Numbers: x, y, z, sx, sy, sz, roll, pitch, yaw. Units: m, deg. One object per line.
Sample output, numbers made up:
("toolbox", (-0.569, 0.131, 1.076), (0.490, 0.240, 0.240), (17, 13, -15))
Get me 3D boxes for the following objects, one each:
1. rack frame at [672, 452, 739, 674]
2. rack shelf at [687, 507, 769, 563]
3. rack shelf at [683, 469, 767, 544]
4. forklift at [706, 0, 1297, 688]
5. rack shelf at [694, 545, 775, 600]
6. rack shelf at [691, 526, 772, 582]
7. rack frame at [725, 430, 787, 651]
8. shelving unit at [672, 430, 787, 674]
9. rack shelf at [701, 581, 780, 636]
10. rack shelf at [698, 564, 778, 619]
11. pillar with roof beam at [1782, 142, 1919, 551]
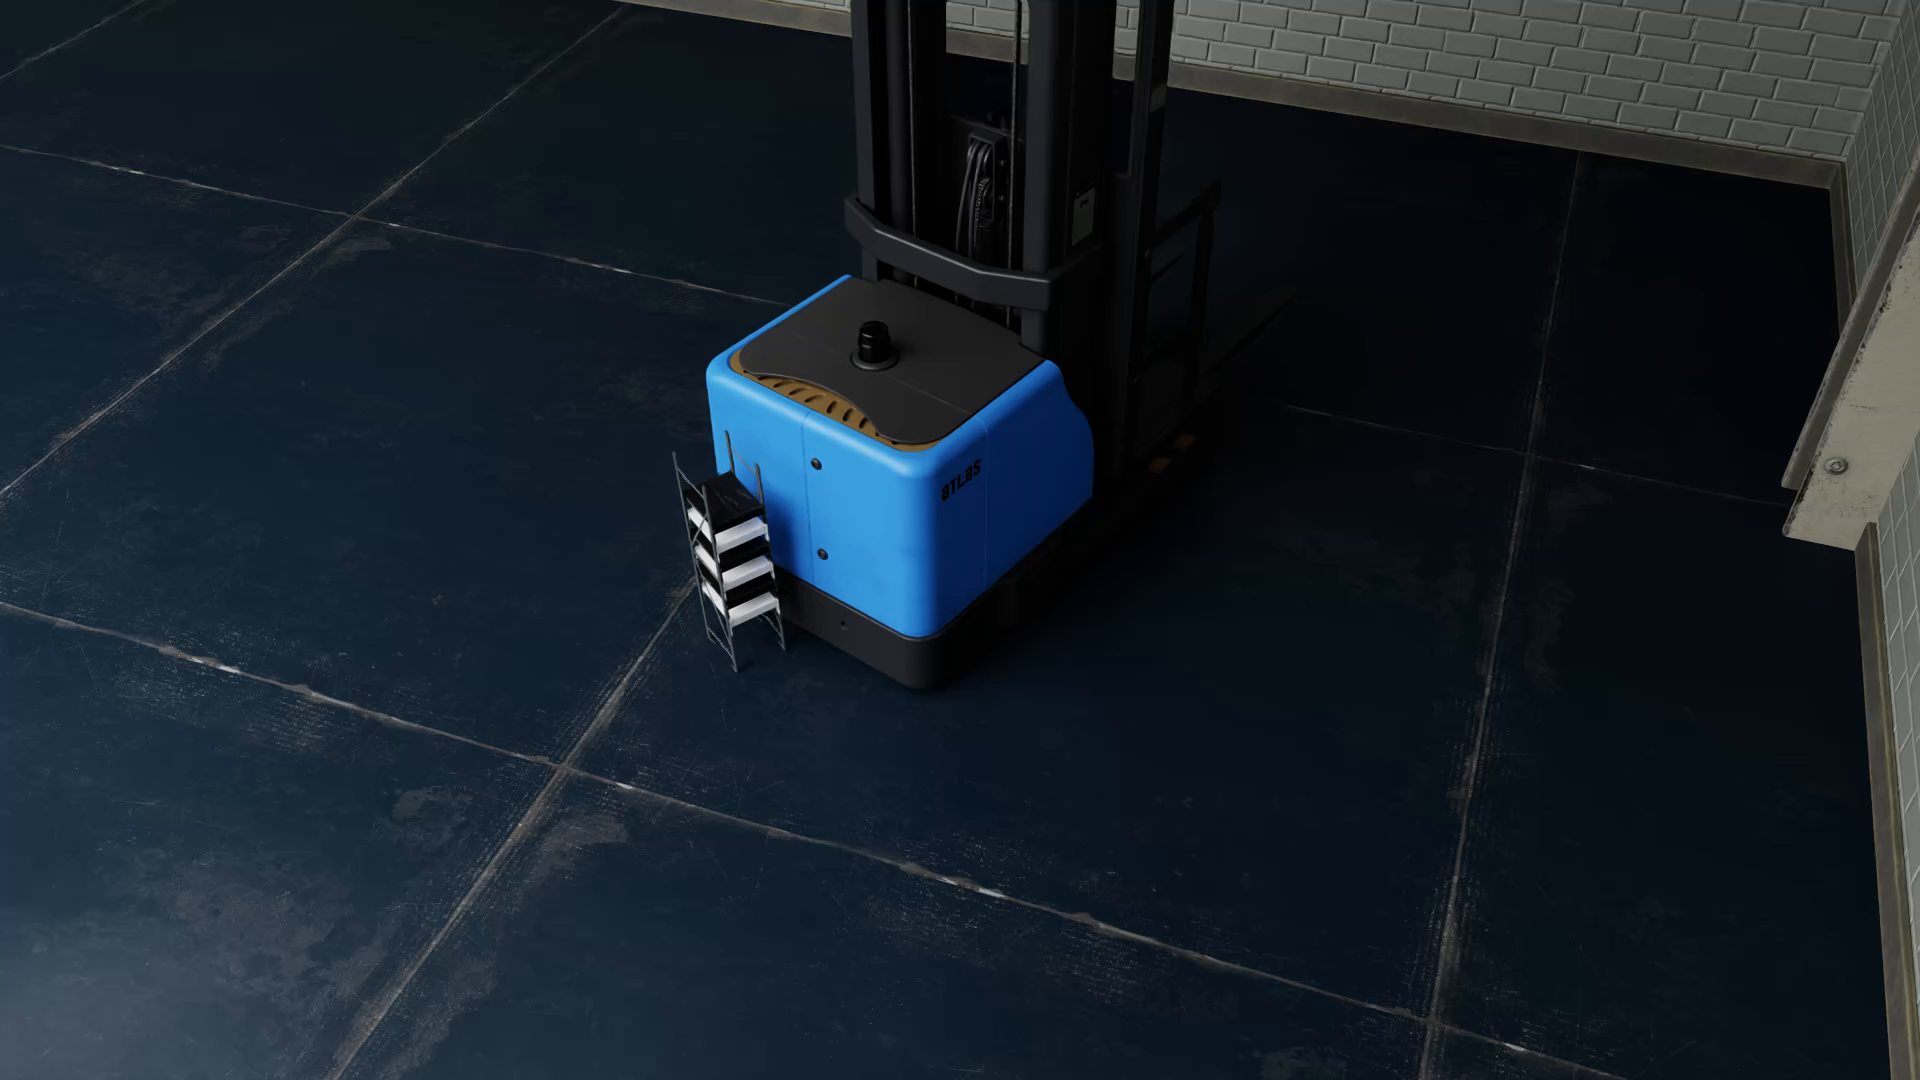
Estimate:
("rack frame", (-0.905, 0.097, 5.943), (0.006, 0.900, 0.240), (-25, 46, -23))
("rack shelf", (-0.826, -0.053, 5.886), (0.200, 0.077, 0.258), (-25, 46, -23))
("rack shelf", (-0.829, -0.120, 5.826), (0.200, 0.077, 0.258), (-25, 46, -23))
("forklift", (0.388, -1.481, 6.227), (1.130, 2.935, 3.031), (27, 47, 28))
("rack shelf", (-0.820, 0.082, 6.006), (0.200, 0.077, 0.258), (-25, 46, -23))
("rack shelf", (-0.823, 0.015, 5.946), (0.200, 0.077, 0.258), (-25, 46, -23))
("rack frame", (-0.736, 0.017, 6.024), (0.006, 0.900, 0.240), (-25, 46, -23))
("shelving unit", (-0.821, 0.057, 5.984), (0.210, 0.900, 0.258), (-25, 46, -23))
("rack shelf", (-0.813, 0.216, 6.126), (0.200, 0.077, 0.258), (-25, 46, -23))
("rack shelf", (-0.816, 0.149, 6.066), (0.200, 0.077, 0.258), (-25, 46, -23))
("pillar with roof beam", (-0.482, -4.483, 5.072), (9.100, 9.000, 0.400), (13, 42, 15))
